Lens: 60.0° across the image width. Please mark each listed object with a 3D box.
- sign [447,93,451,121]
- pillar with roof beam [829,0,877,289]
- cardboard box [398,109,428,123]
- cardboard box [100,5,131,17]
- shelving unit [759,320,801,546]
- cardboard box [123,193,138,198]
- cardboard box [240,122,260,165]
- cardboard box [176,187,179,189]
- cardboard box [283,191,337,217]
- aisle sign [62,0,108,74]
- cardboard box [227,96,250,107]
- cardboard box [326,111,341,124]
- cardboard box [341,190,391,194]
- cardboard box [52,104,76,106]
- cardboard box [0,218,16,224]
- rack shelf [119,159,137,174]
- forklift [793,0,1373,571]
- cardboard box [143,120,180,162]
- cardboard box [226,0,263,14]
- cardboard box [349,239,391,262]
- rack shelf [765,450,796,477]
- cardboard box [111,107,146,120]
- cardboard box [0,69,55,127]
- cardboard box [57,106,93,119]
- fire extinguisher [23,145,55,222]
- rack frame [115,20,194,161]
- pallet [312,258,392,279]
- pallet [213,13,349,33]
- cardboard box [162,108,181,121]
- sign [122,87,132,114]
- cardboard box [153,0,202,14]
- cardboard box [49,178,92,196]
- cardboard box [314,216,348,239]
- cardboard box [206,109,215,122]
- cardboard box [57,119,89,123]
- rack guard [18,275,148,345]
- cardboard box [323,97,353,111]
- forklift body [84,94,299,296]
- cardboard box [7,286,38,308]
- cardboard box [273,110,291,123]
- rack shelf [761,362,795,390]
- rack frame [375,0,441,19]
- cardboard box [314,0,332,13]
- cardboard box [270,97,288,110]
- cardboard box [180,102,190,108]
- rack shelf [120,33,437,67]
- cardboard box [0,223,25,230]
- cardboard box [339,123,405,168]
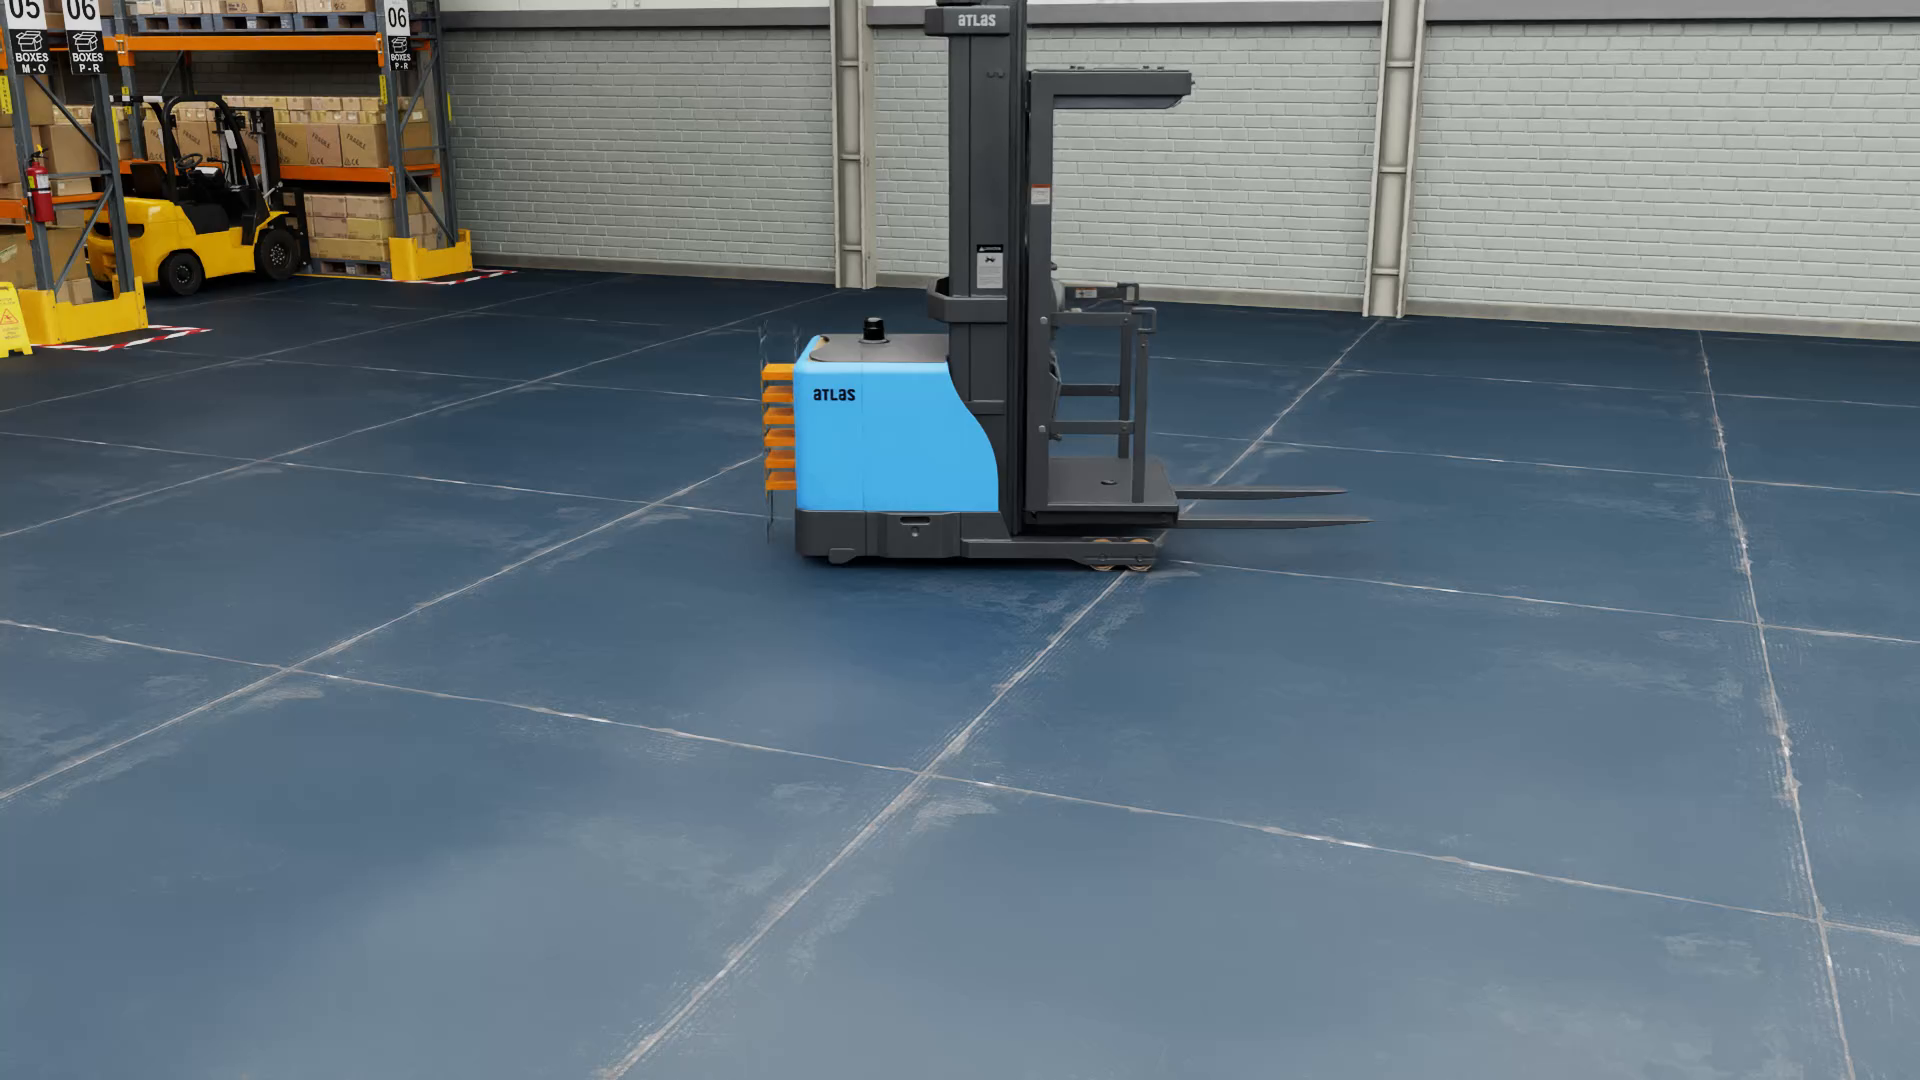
[{"bbox_3d":[-6.257,-5.286,20.305,0.005,0.325,0.100,6,17,21],"label":"sign"},{"bbox_3d":[-2.782,-6.144,14.197,0.400,9.000,9.100,6,17,21],"label":"pillar with roof beam"},{"bbox_3d":[-6.687,-5.150,20.190,0.250,0.149,0.380,6,17,19],"label":"cardboard box"},{"bbox_3d":[-10.905,-6.805,21.371,0.250,0.149,0.380,6,17,21],"label":"cardboard box"},{"bbox_3d":[-0.956,-0.577,9.007,0.189,1.200,0.258,0,16,1],"label":"shelving unit"},{"bbox_3d":[-10.677,-4.209,21.799,0.625,0.625,0.875,7,18,23],"label":"cardboard box"},{"bbox_3d":[-8.449,-4.875,20.407,0.500,0.500,0.500,6,17,21],"label":"cardboard box"},{"bbox_3d":[-9.853,-4.328,21.087,0.500,0.250,0.500,6,17,20],"label":"cardboard box"},{"bbox_3d":[-7.960,-4.116,20.356,0.500,0.250,0.500,7,17,21],"label":"cardboard box"},{"bbox_3d":[-8.113,-4.723,15.400,0.004,0.787,0.394,6,17,21],"label":"aisle sign"},{"bbox_3d":[-8.773,-5.379,20.446,0.250,0.149,0.380,6,17,20],"label":"cardboard box"},{"bbox_3d":[-7.360,-5.072,19.920,0.250,0.149,0.380,7,17,22],"label":"cardboard box"},{"bbox_3d":[-7.310,-4.198,20.640,0.500,0.250,0.500,6,17,21],"label":"cardboard box"},{"bbox_3d":[-11.837,-5.717,22.143,0.250,0.149,0.380,6,17,21],"label":"cardboard box"},{"bbox_3d":[-12.723,-4.436,22.579,0.625,0.625,0.875,7,18,22],"label":"cardboard box"},{"bbox_3d":[-12.048,-4.957,22.158,4.000,0.370,1.077,6,17,21],"label":"rack shelf"},{"bbox_3d":[0.659,-1.395,8.723,3.031,2.935,1.130,0,16,1],"label":"forklift"},{"bbox_3d":[-9.871,-5.033,20.949,0.500,0.500,0.500,6,17,19],"label":"cardboard box"},{"bbox_3d":[-8.414,-6.611,20.067,0.637,0.503,0.797,7,18,22],"label":"cardboard box"},{"bbox_3d":[-7.020,-3.536,20.151,0.500,0.250,0.500,6,17,21],"label":"cardboard box"},{"bbox_3d":[-0.955,-0.419,9.052,0.180,0.103,0.258,0,16,1],"label":"rack shelf"},{"bbox_3d":[-10.587,-5.434,21.170,0.250,0.149,0.380,7,18,23],"label":"cardboard box"},{"bbox_3d":[-8.840,-4.067,15.298,0.500,0.500,0.700,6,17,19],"label":"cardboard box"},{"bbox_3d":[-11.335,-5.487,21.352,0.250,0.149,0.380,6,17,19],"label":"cardboard box"},{"bbox_3d":[-8.347,-3.232,15.066,0.183,0.674,0.296,6,17,21],"label":"fire extinguisher"},{"bbox_3d":[-10.188,-5.098,21.353,0.127,3.000,1.000,6,17,21],"label":"rack frame"},{"bbox_3d":[-7.193,-3.417,20.564,1.213,0.211,1.003,6,17,21],"label":"pallet"},{"bbox_3d":[-8.254,-6.290,20.238,1.213,0.211,1.003,6,17,21],"label":"pallet"},{"bbox_3d":[-9.746,-5.330,20.811,0.250,0.149,0.380,7,17,22],"label":"cardboard box"},{"bbox_3d":[-10.378,-5.474,20.714,0.005,0.325,0.100,6,17,21],"label":"sign"},{"bbox_3d":[-9.503,-6.597,20.364,0.500,0.311,0.500,7,17,22],"label":"cardboard box"},{"bbox_3d":[-8.524,-3.368,15.847,0.250,0.149,0.380,6,17,21],"label":"cardboard box"},{"bbox_3d":[-7.497,-3.833,20.277,0.500,0.250,0.500,6,17,20],"label":"cardboard box"},{"bbox_3d":[-9.048,-5.239,20.497,0.250,0.149,0.380,6,17,20],"label":"cardboard box"},{"bbox_3d":[-11.219,-5.300,21.423,0.500,0.250,0.500,6,17,19],"label":"cardboard box"},{"bbox_3d":[-8.355,-2.208,15.883,0.348,0.500,1.175,6,17,21],"label":"rack guard"},{"bbox_3d":[-7.371,-5.210,19.862,0.250,0.149,0.380,7,17,22],"label":"cardboard box"},{"bbox_3d":[-8.900,-4.002,19.100,1.214,2.155,2.313,6,17,21],"label":"forklift body"},{"bbox_3d":[-9.157,-2.297,15.885,0.500,0.250,0.500,6,17,20],"label":"cardboard box"},{"bbox_3d":[-8.094,-5.136,20.141,0.250,0.149,0.380,6,17,21],"label":"cardboard box"},{"bbox_3d":[-0.958,-0.880,8.919,0.180,0.103,0.258,0,16,1],"label":"rack shelf"},{"bbox_3d":[-6.467,-7.569,19.107,0.127,3.000,1.000,6,17,21],"label":"rack frame"},{"bbox_3d":[-7.349,-6.264,19.508,0.250,0.149,0.380,6,17,19],"label":"cardboard box"},{"bbox_3d":[-8.101,-5.277,20.095,0.250,0.149,0.380,7,17,22],"label":"cardboard box"},{"bbox_3d":[-9.483,-5.463,20.736,0.250,0.149,0.380,6,17,20],"label":"cardboard box"},{"bbox_3d":[-8.327,-5.988,20.330,4.000,0.370,1.077,6,17,21],"label":"rack shelf"},{"bbox_3d":[-9.444,-2.851,16.447,0.500,0.500,0.500,6,17,19],"label":"cardboard box"},{"bbox_3d":[-7.021,-4.719,19.868,0.500,0.500,0.500,6,17,19],"label":"cardboard box"}]
